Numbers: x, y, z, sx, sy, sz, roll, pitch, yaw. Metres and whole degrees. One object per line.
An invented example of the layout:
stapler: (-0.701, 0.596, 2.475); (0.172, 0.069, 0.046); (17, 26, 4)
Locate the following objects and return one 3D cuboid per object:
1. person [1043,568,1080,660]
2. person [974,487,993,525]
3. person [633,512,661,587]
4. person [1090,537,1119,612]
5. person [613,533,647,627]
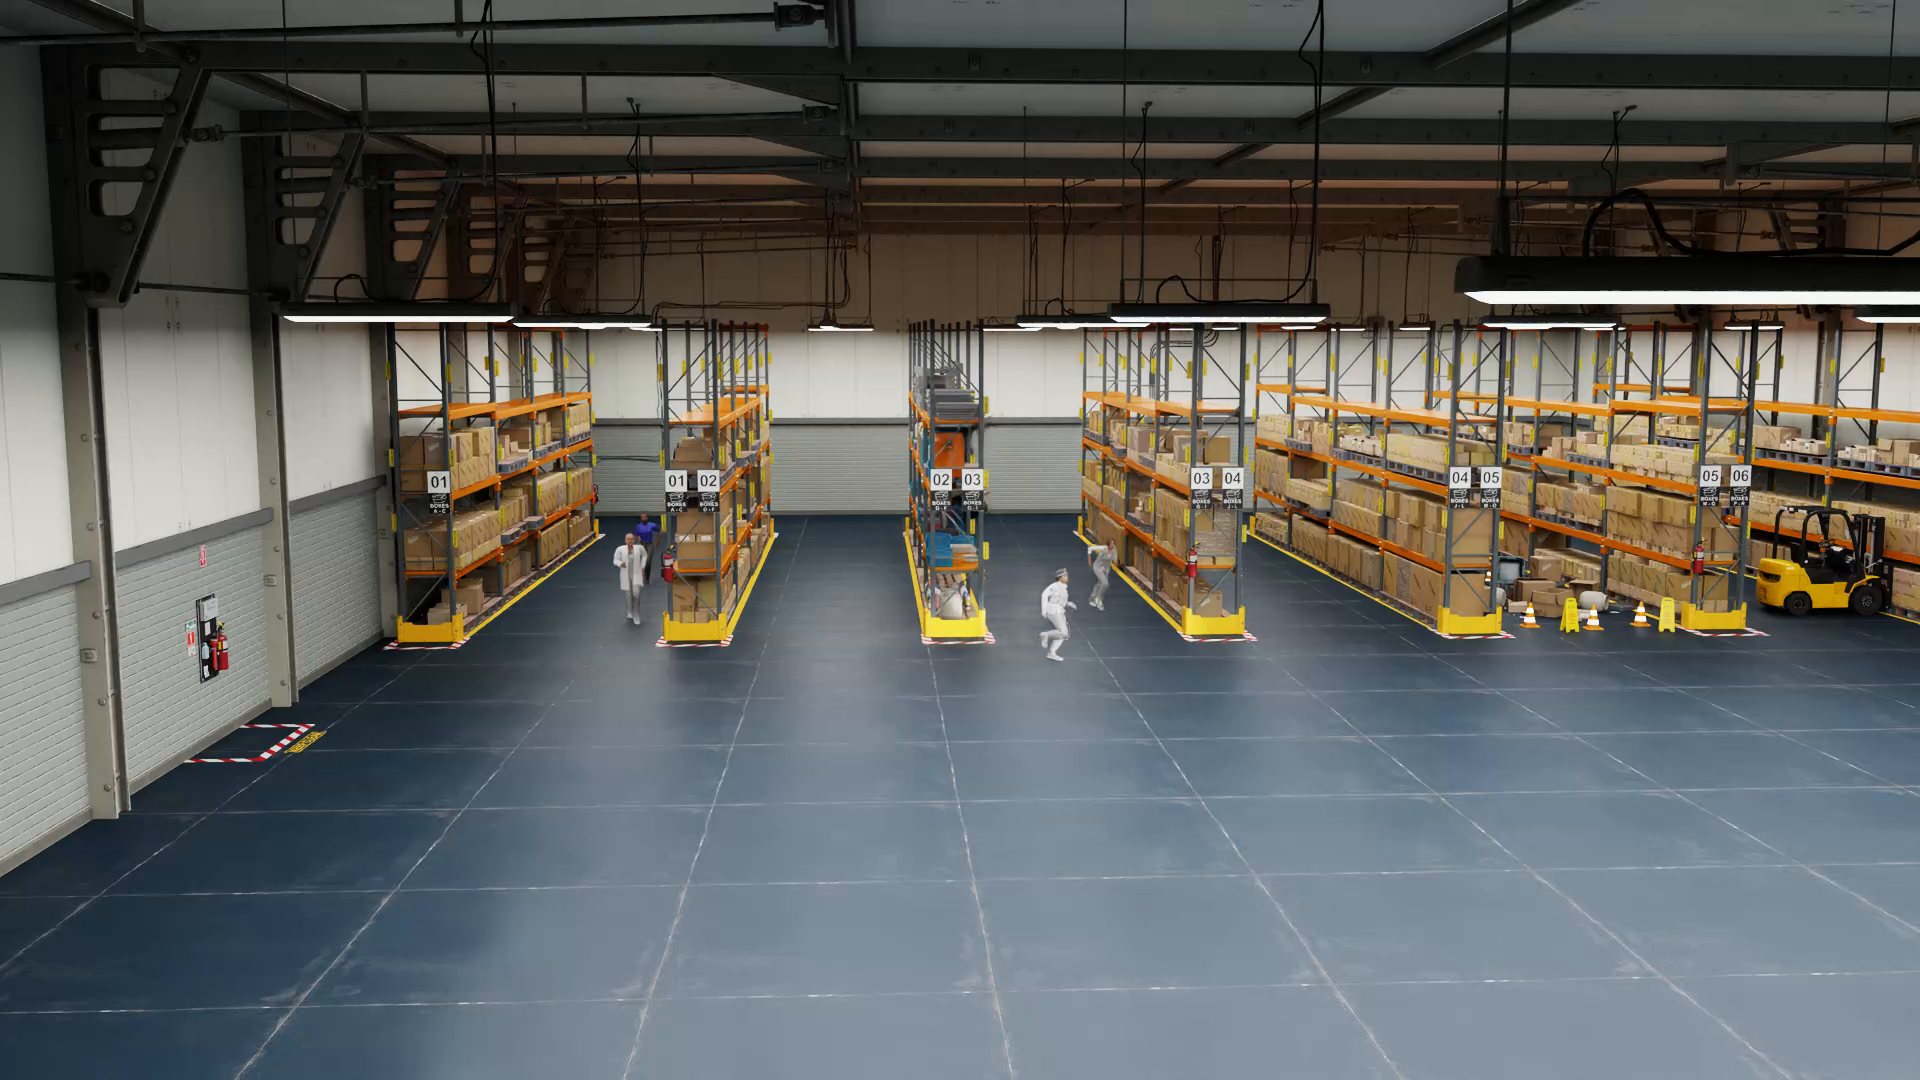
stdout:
person: (1.812, 1.303, 29.301); (0.599, 1.645, 0.654); (4, 8, 28)
person: (0.535, -1.215, 49.062); (0.931, 1.771, 0.730); (2, 7, 17)
person: (-7.201, 0.211, 38.142); (0.582, 1.684, 0.867); (0, 7, 4)
person: (2.832, 0.664, 32.929); (0.572, 1.528, 0.882); (-4, 8, -28)
person: (-6.550, 0.770, 33.026); (0.640, 1.832, 0.935); (-1, 7, -6)
